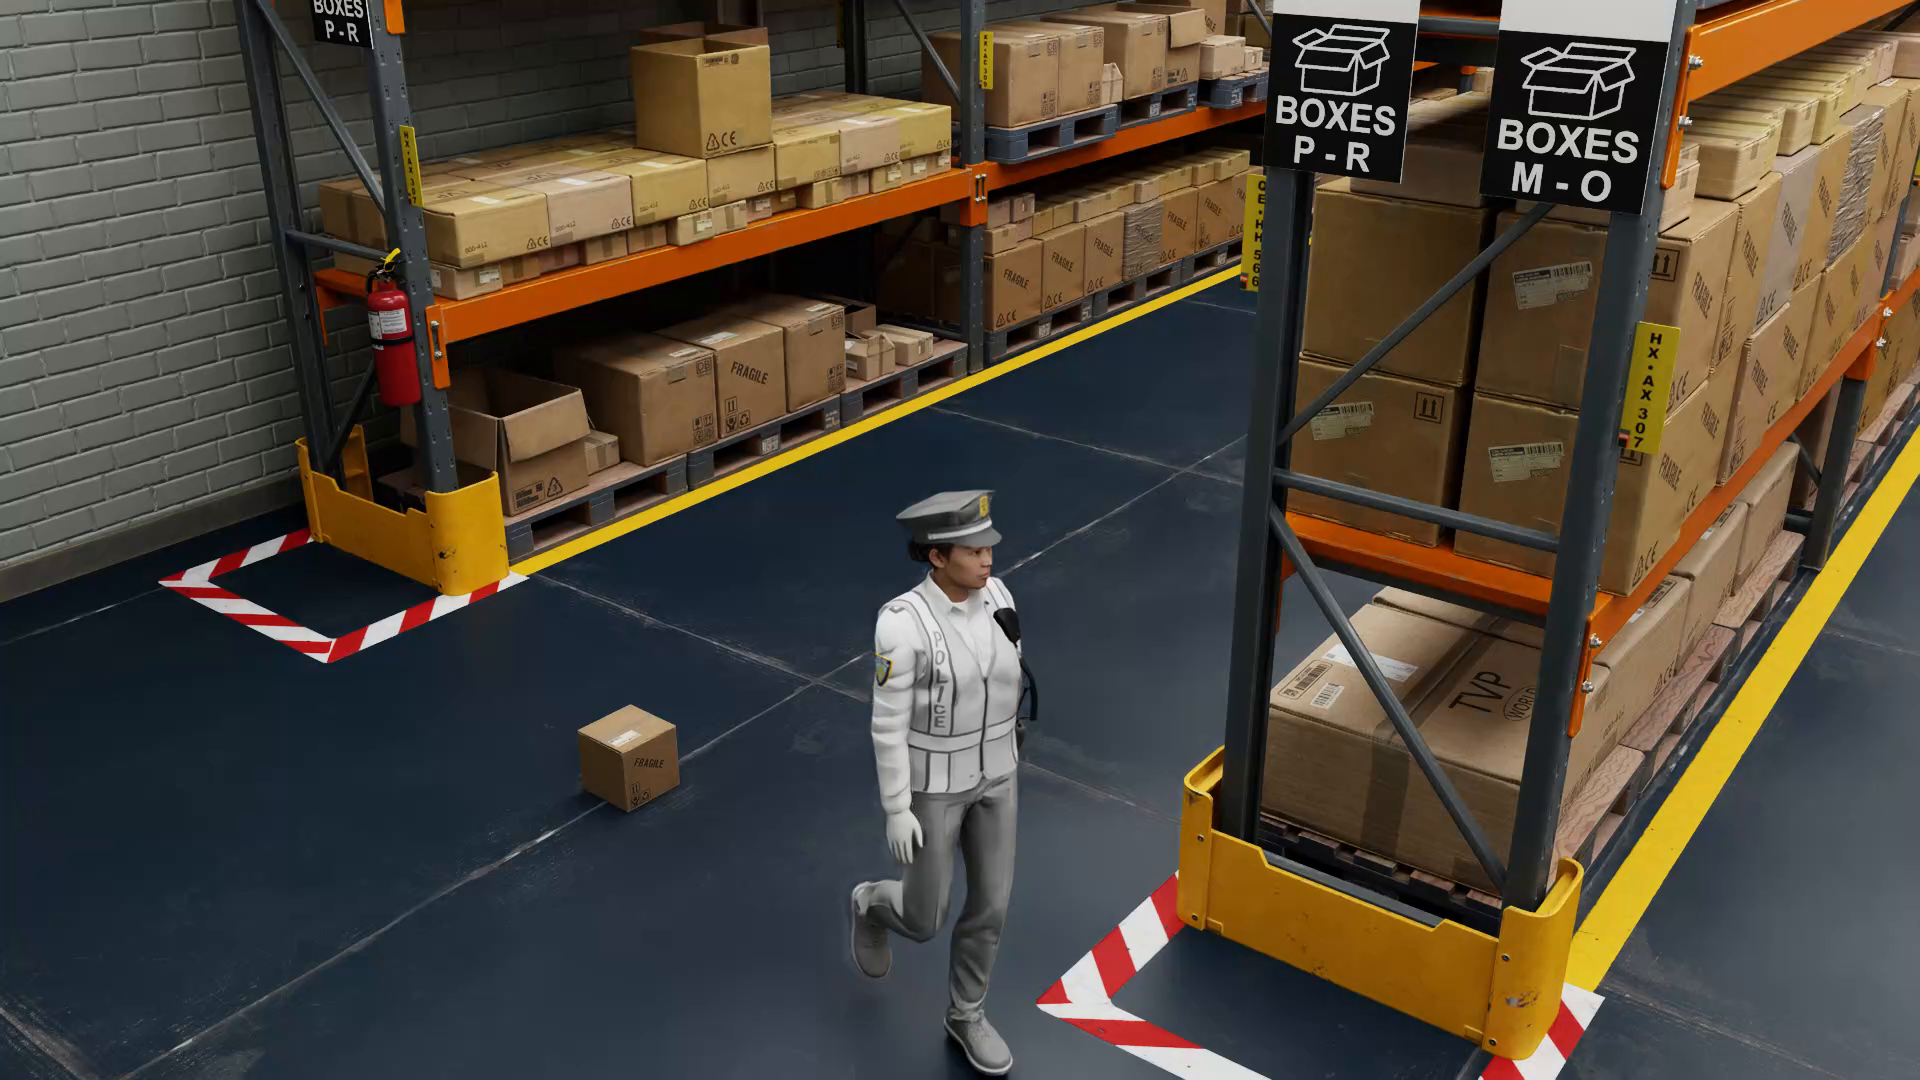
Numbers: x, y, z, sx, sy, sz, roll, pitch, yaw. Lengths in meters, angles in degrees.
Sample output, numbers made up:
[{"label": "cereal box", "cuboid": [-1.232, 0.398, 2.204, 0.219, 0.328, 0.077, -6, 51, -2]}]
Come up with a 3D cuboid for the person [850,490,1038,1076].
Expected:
[{"label": "person", "cuboid": [-0.042, 0.632, 4.581, 0.506, 1.666, 0.656, -15, 28, -31]}]
